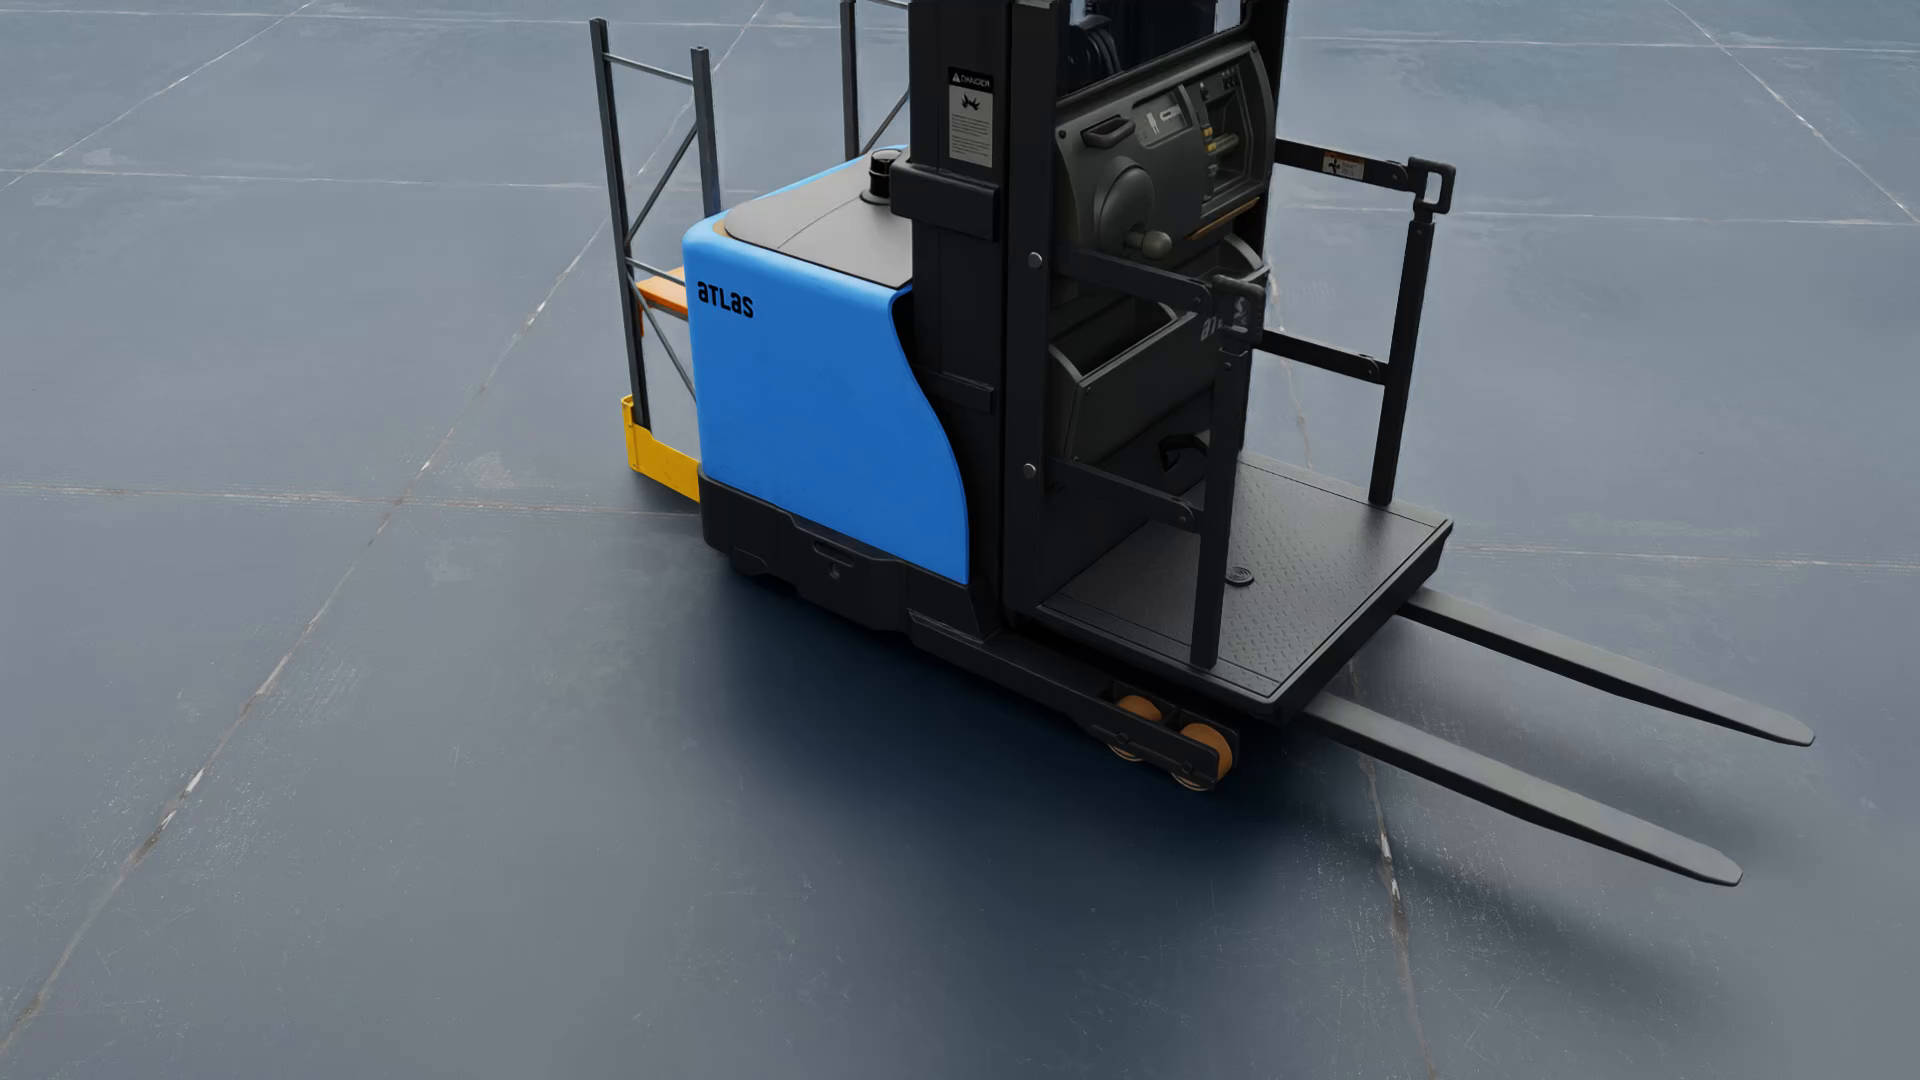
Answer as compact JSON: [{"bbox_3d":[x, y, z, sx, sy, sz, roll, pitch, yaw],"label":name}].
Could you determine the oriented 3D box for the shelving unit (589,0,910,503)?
[{"bbox_3d":[-0.556,-0.998,5.440,0.587,1.500,1.083,25,40,35],"label":"shelving unit"}]

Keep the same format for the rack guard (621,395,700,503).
[{"bbox_3d":[-0.890,-0.272,5.453,0.587,0.250,0.087,25,40,35],"label":"rack guard"}]

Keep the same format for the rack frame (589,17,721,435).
[{"bbox_3d":[-0.890,-0.804,5.124,0.500,1.500,0.032,25,40,35],"label":"rack frame"}]

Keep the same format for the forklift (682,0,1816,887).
[{"bbox_3d":[0.686,-0.929,3.965,3.031,2.935,1.130,22,38,31],"label":"forklift"}]

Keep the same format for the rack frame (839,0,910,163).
[{"bbox_3d":[-0.209,-1.199,5.767,0.500,1.500,0.032,25,40,35],"label":"rack frame"}]

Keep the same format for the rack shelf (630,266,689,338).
[{"bbox_3d":[-0.550,-0.848,5.540,0.538,0.185,1.000,25,40,35],"label":"rack shelf"}]
